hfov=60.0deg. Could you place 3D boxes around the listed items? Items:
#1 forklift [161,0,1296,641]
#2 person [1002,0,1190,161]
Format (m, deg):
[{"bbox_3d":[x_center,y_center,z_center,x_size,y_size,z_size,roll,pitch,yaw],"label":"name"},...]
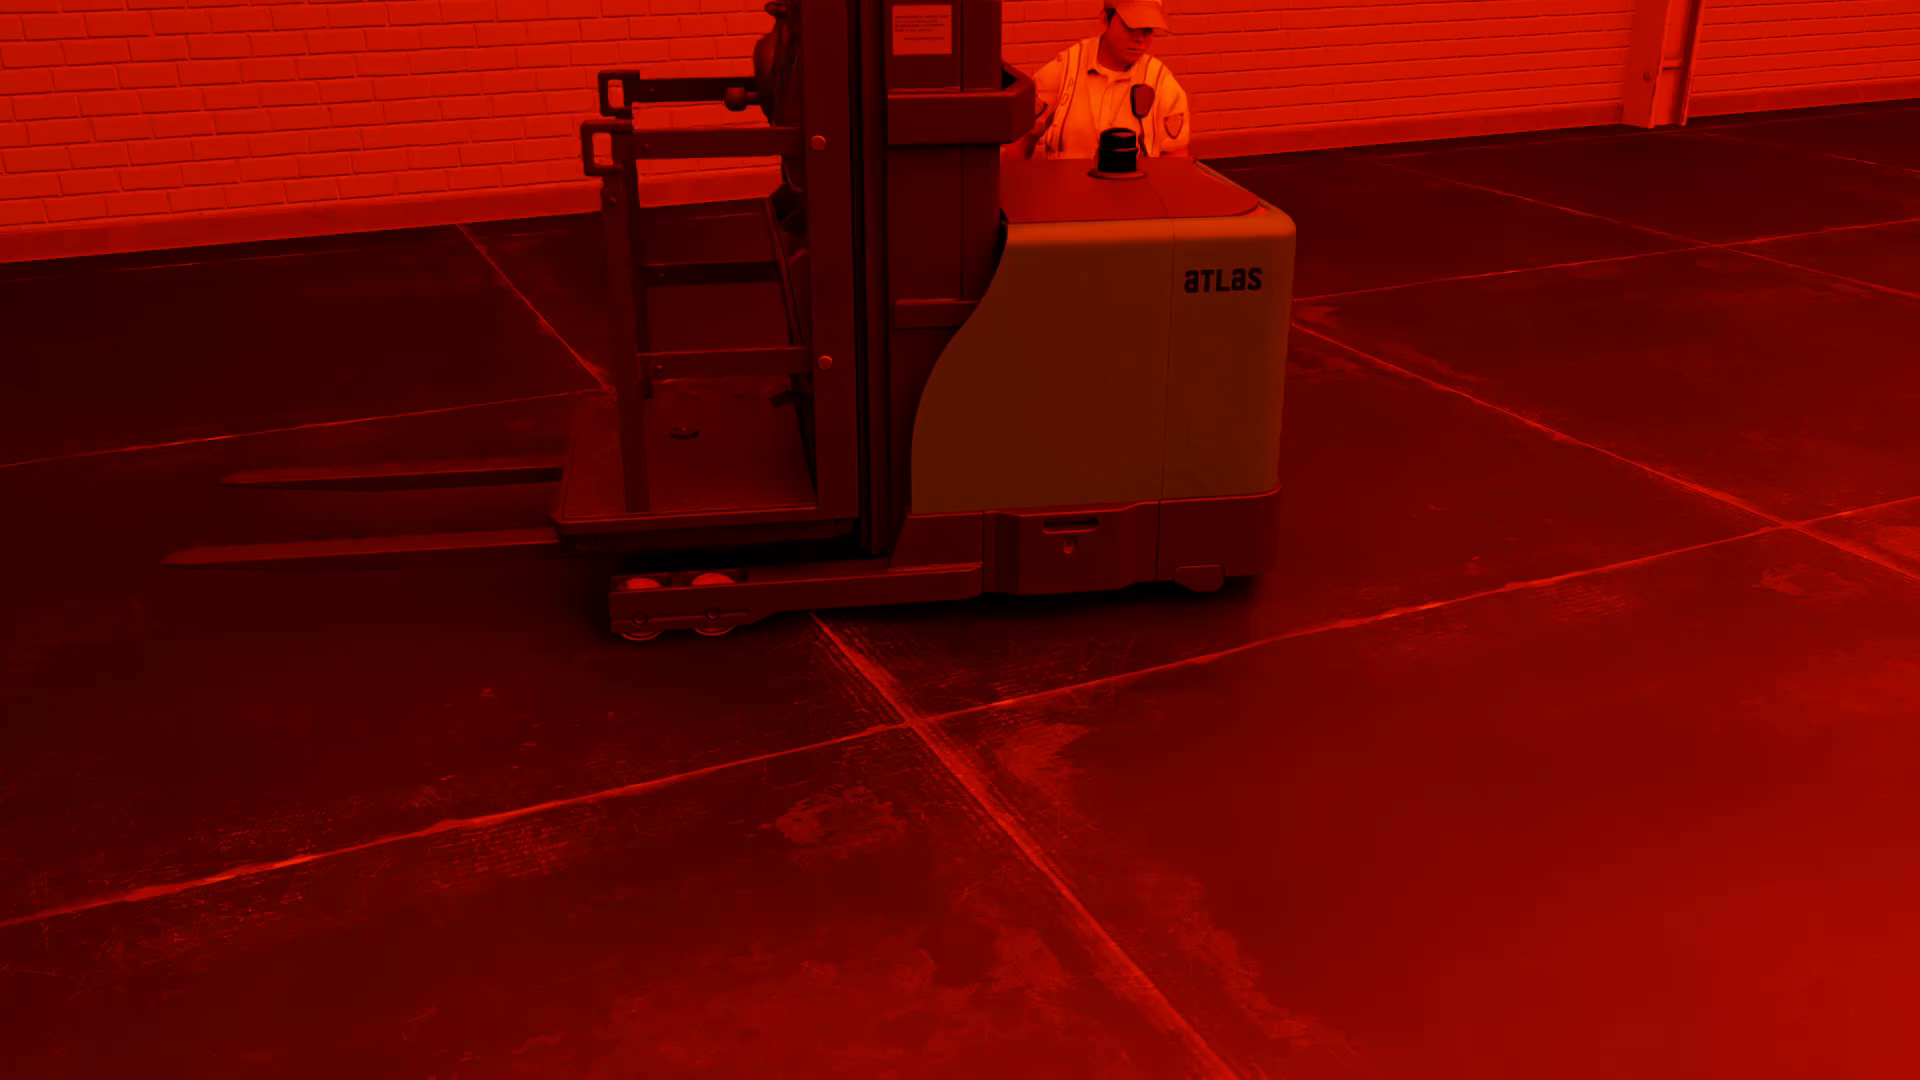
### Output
[{"bbox_3d":[-0.659,-1.301,4.417,3.031,2.935,1.130,-3,23,-8],"label":"forklift"},{"bbox_3d":[0.474,-1.010,5.471,0.836,1.630,0.482,4,23,8],"label":"person"}]
